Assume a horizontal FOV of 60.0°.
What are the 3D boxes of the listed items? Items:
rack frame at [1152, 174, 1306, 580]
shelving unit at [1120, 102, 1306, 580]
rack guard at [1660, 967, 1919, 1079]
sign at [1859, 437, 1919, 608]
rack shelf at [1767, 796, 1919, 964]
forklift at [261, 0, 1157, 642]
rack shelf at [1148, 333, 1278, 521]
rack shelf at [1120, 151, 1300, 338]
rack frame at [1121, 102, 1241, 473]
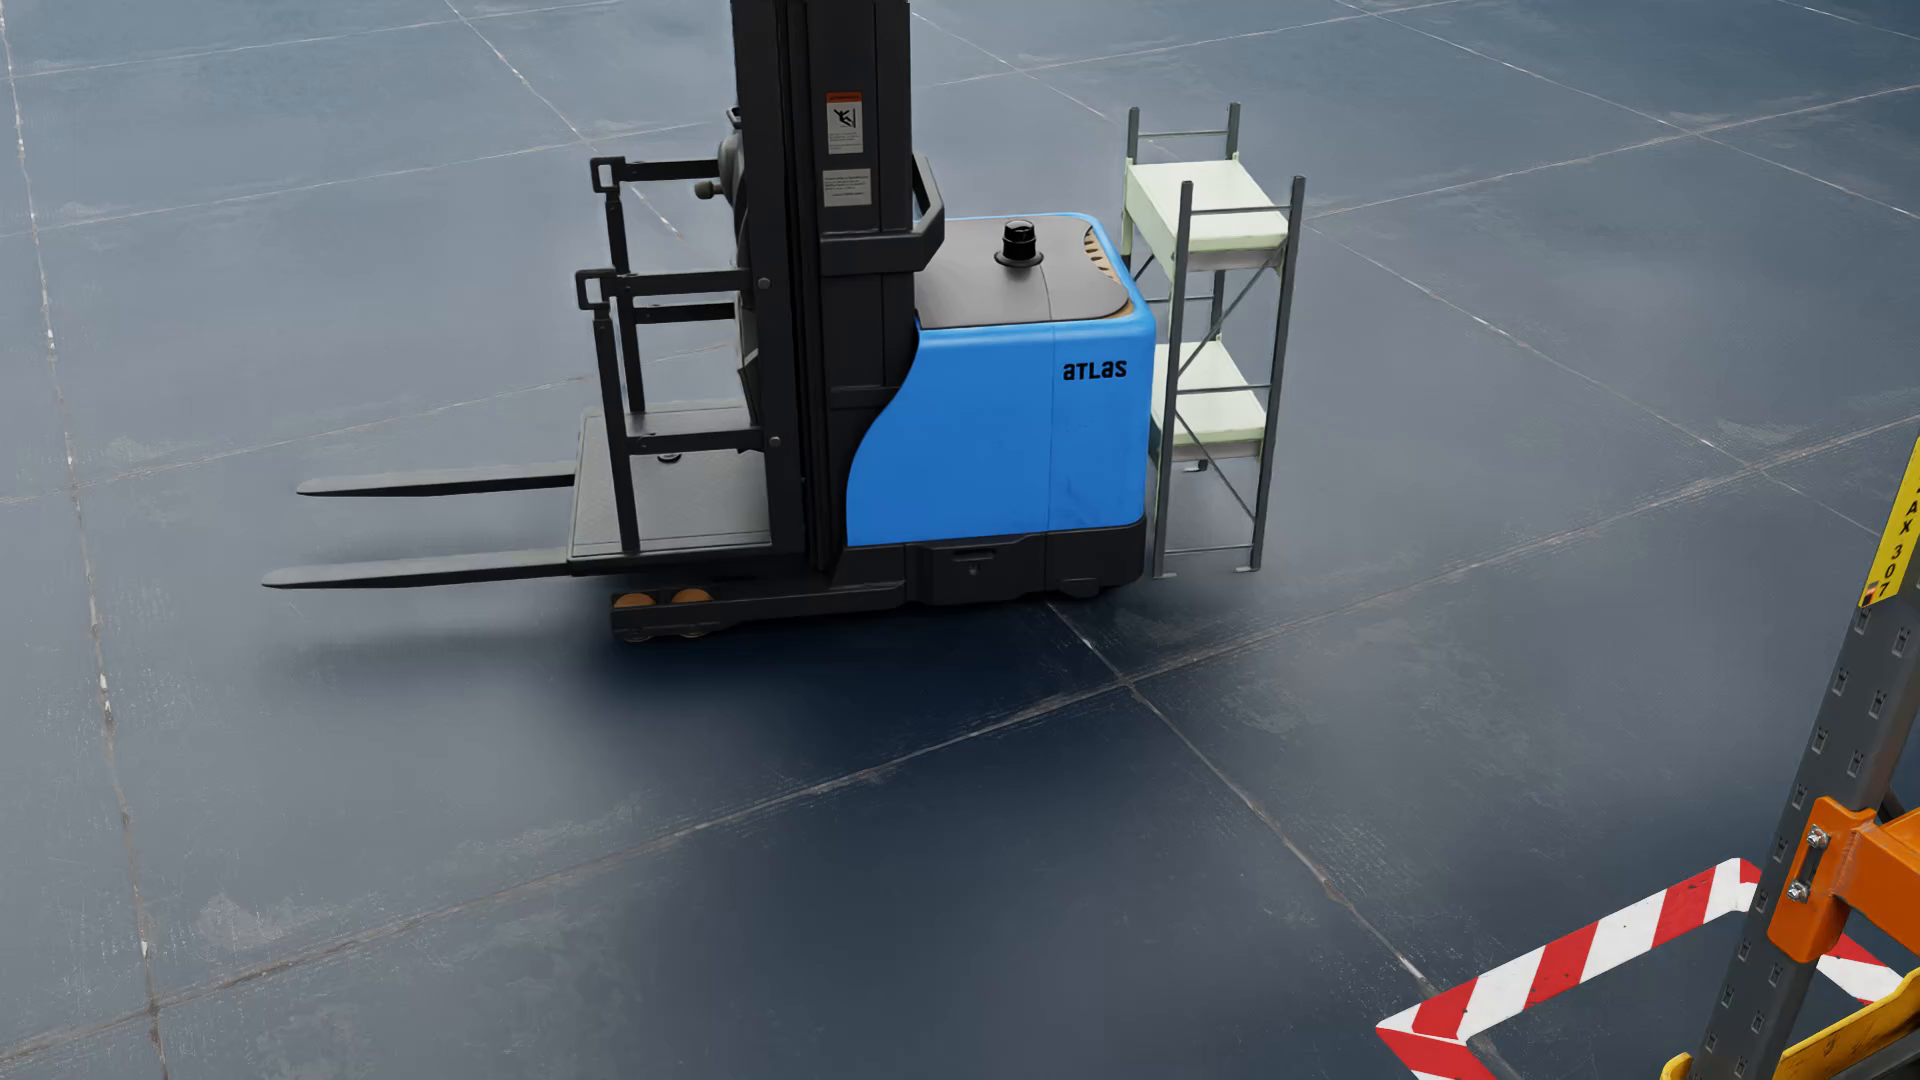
[{"bbox_3d":[0.896,-0.509,5.654,0.400,1.500,0.023,-4,33,-7],"label":"rack frame"},{"bbox_3d":[0.845,-0.704,5.959,0.431,1.500,0.755,-4,33,-7],"label":"shelving unit"},{"bbox_3d":[2.069,1.281,3.787,1.175,0.500,0.348,-16,36,-23],"label":"rack guard"},{"bbox_3d":[1.553,-0.036,2.723,0.100,0.325,0.005,-16,36,-23],"label":"sign"},{"bbox_3d":[2.966,1.449,1.874,1.077,0.370,4.000,-16,36,-23],"label":"rack shelf"},{"bbox_3d":[-0.902,-1.188,5.388,3.031,2.935,1.130,-4,33,-7],"label":"forklift"},{"bbox_3d":[0.845,-0.430,6.135,0.431,0.370,0.720,-4,33,-7],"label":"rack shelf"},{"bbox_3d":[0.845,-1.033,5.748,0.431,0.370,0.720,-4,33,-7],"label":"rack shelf"},{"bbox_3d":[0.794,-0.900,6.264,0.400,1.500,0.023,-4,33,-7],"label":"rack frame"}]
